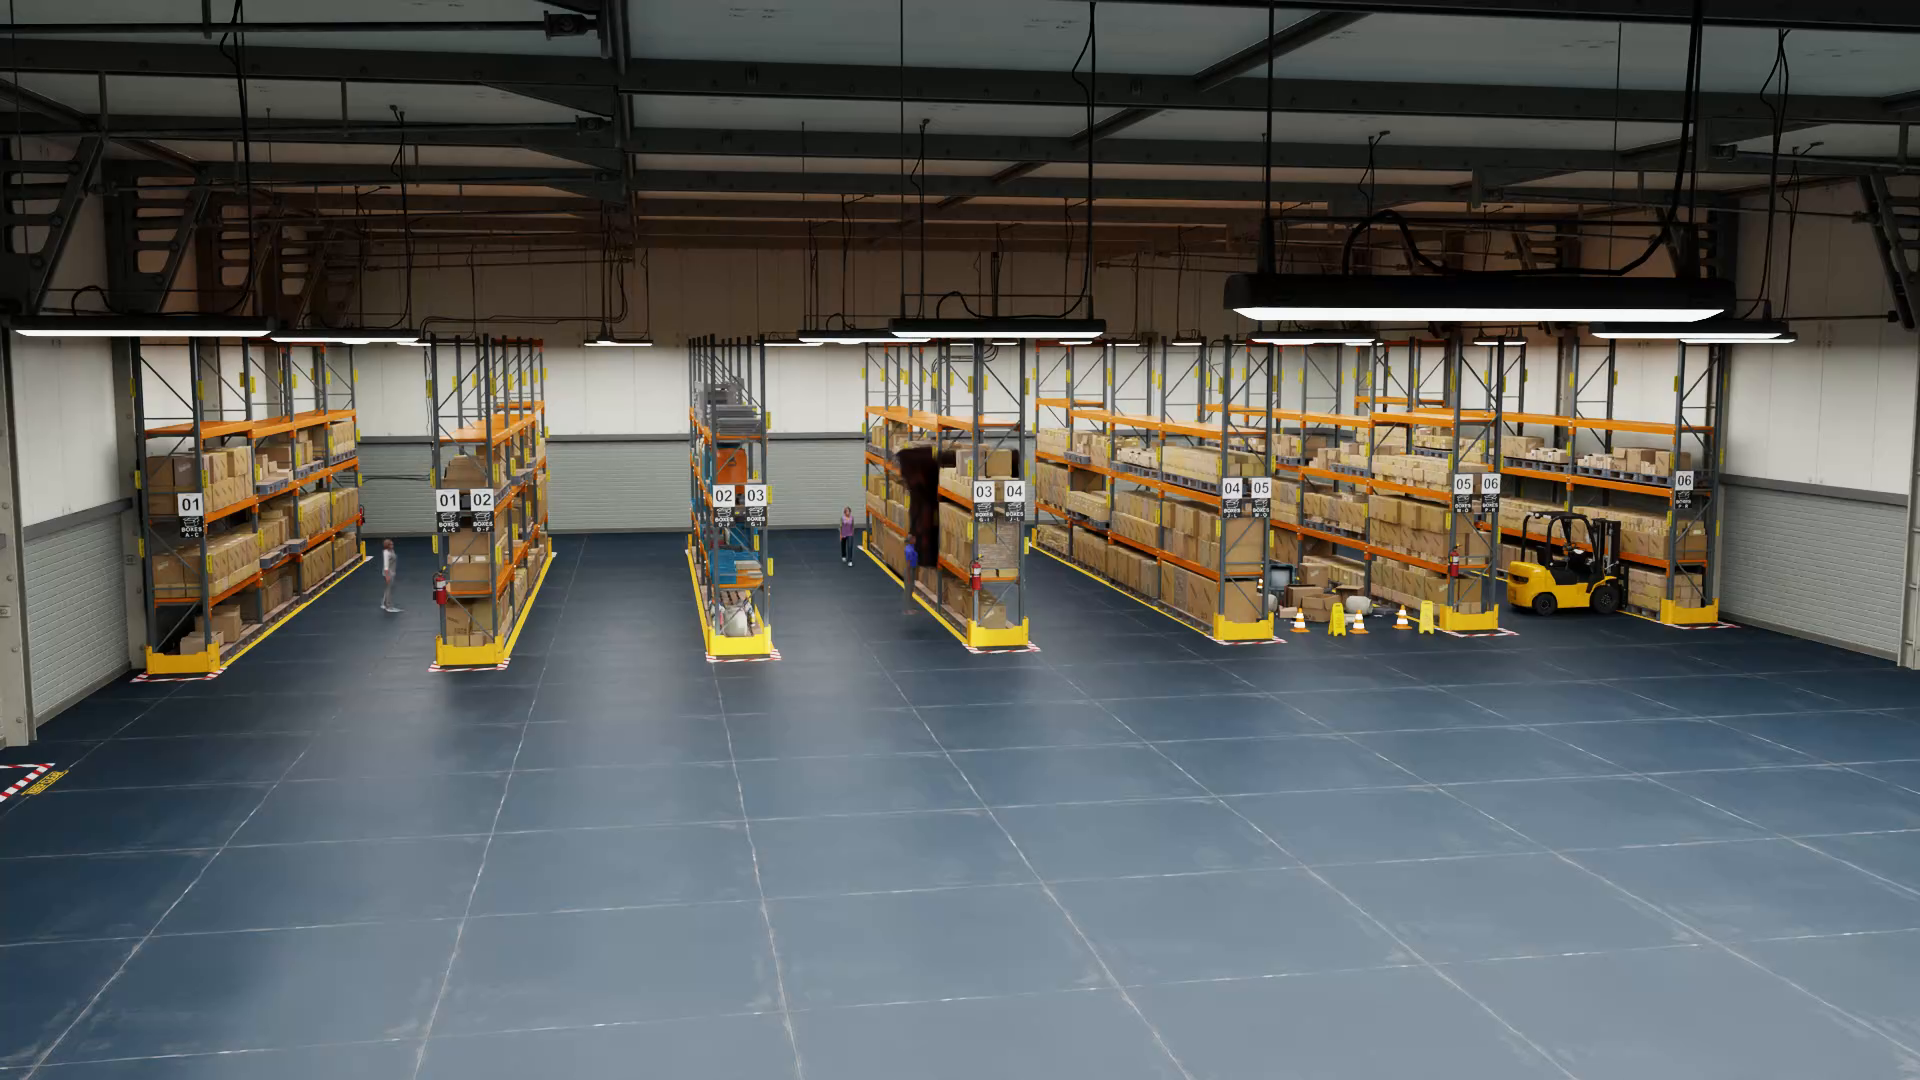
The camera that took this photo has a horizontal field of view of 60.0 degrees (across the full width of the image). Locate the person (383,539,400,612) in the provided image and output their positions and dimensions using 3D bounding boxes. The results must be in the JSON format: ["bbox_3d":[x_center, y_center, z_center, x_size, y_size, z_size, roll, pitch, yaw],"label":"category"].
[{"bbox_3d":[-12.428,0.768,36.273,0.371,1.606,0.444,-2,7,-20],"label":"person"}]

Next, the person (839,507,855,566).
[{"bbox_3d":[-3.001,-0.111,44.166,0.423,1.552,0.865,-1,7,-5],"label":"person"}]

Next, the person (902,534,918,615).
[{"bbox_3d":[-1.018,0.706,34.087,0.328,1.656,0.549,0,7,1],"label":"person"}]
